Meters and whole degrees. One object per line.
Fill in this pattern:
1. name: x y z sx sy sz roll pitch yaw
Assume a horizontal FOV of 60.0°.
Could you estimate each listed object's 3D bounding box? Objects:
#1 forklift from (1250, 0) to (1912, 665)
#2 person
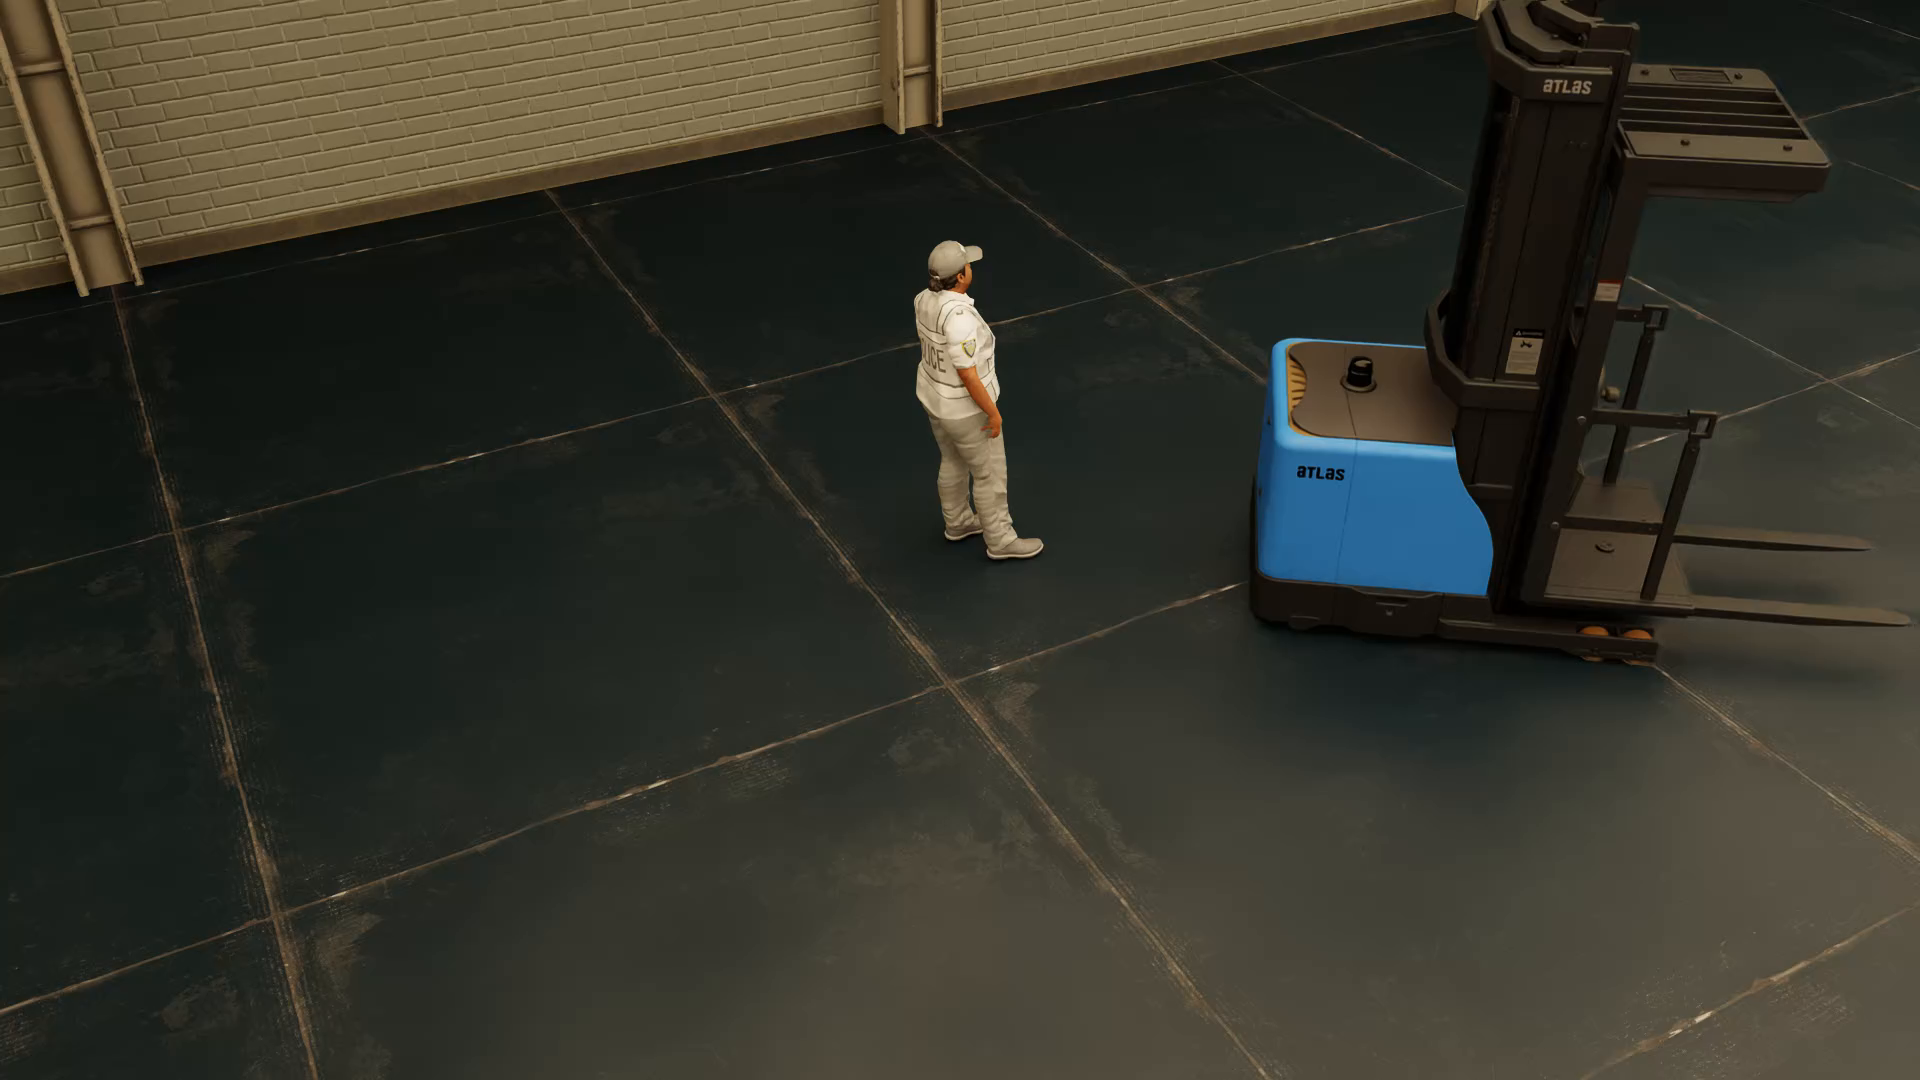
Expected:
1. forklift: 2.970 -0.937 7.449 3.031 2.935 1.130 5 36 6
2. person: 0.078 -0.696 8.190 0.529 1.670 0.598 -17 39 -23
